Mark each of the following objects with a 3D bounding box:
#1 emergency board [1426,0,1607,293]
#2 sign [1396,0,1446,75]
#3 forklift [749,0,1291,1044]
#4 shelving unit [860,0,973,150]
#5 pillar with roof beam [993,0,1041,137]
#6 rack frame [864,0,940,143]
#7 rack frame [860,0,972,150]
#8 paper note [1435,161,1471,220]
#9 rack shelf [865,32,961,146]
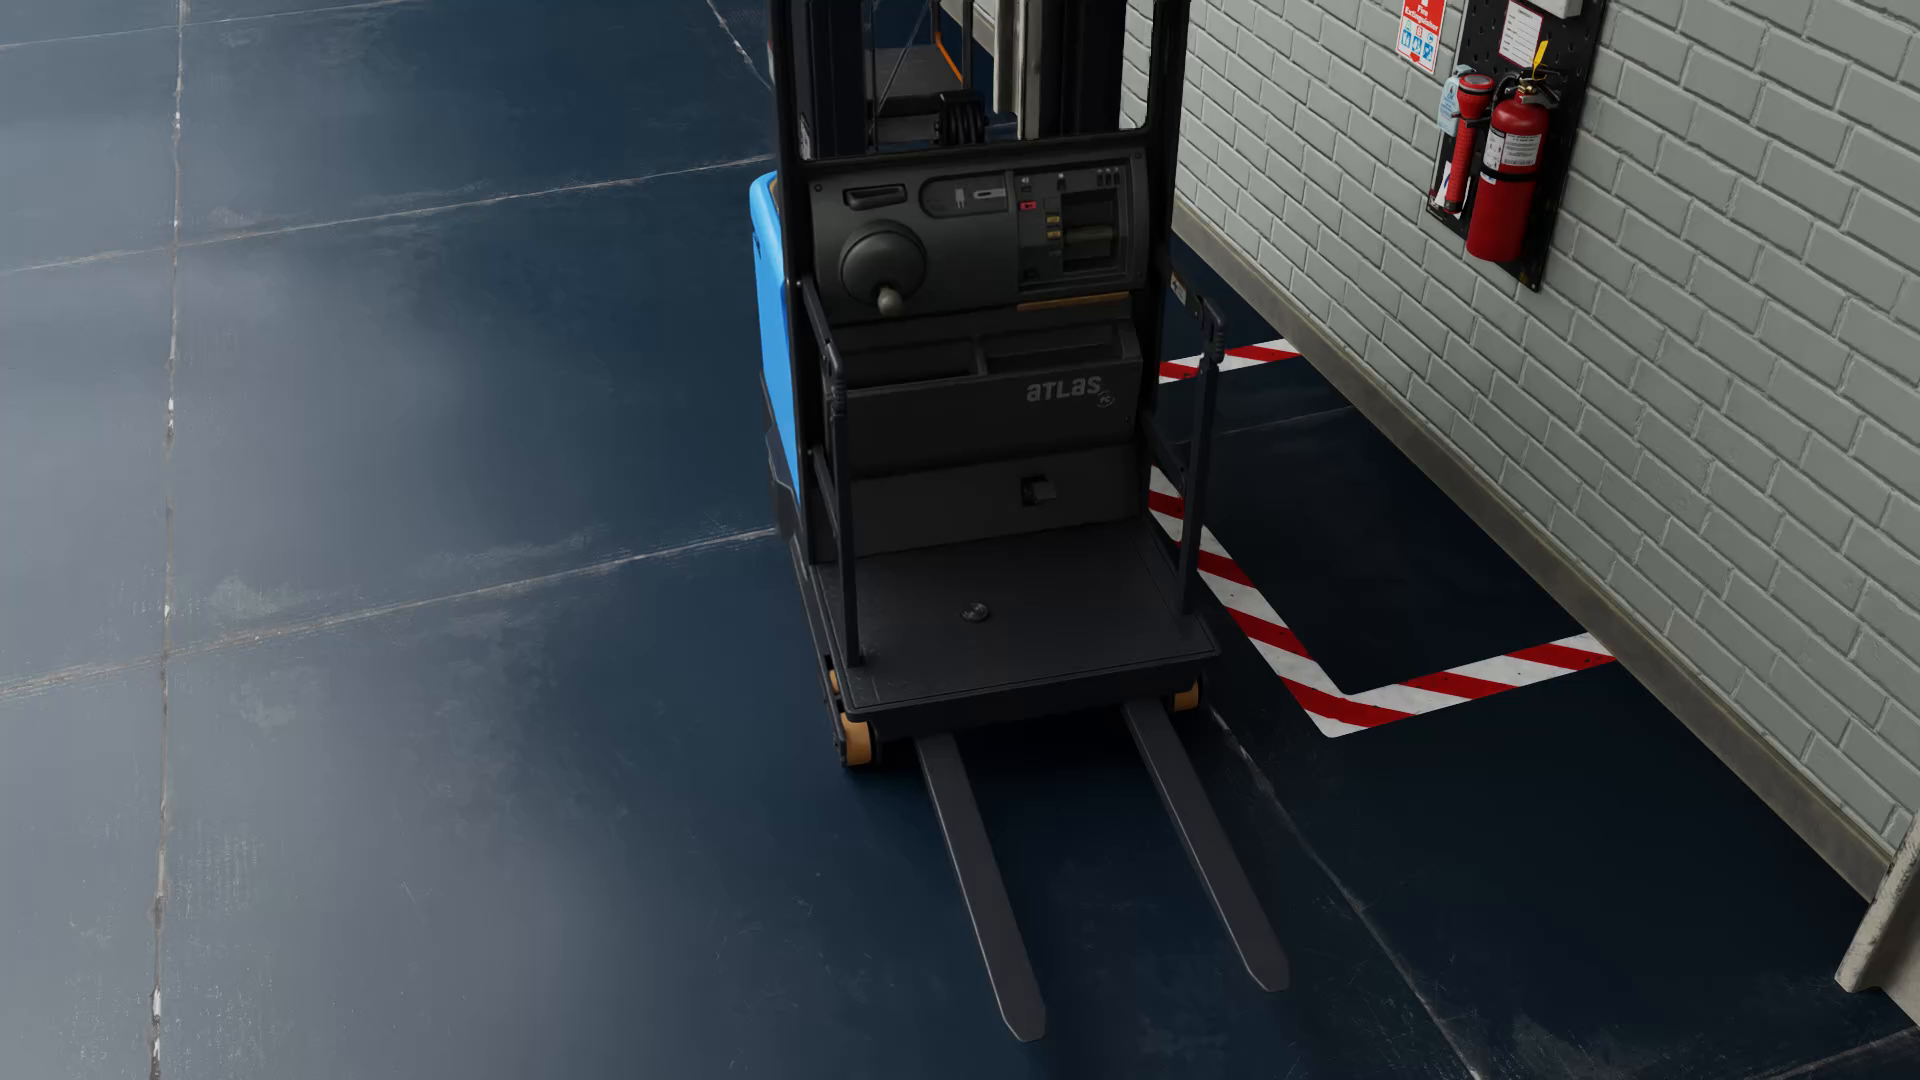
[{"bbox_3d":[1.636,-1.403,5.119,0.194,1.169,0.643,-12,39,-16],"label":"emergency board"},{"bbox_3d":[1.542,-1.751,5.551,0.001,0.329,0.234,-12,39,-16],"label":"sign"},{"bbox_3d":[0.113,-0.764,4.328,1.130,2.935,3.031,-8,38,-11],"label":"forklift"},{"bbox_3d":[-0.213,-1.486,5.978,0.431,2.100,0.503,-8,38,-11],"label":"shelving unit"},{"bbox_3d":[-3.656,-4.893,4.767,9.100,9.000,0.400,-12,39,-16],"label":"pillar with roof beam"},{"bbox_3d":[-0.269,-1.629,6.168,0.400,2.100,0.015,-8,38,-11],"label":"rack frame"},{"bbox_3d":[-0.156,-1.344,5.788,0.400,2.100,0.015,-8,38,-11],"label":"rack frame"},{"bbox_3d":[1.640,-1.165,5.536,0.016,0.148,0.142,-12,39,-16],"label":"paper note"},{"bbox_3d":[-0.213,-1.475,5.986,0.431,0.518,0.480,-8,38,-11],"label":"rack shelf"}]
